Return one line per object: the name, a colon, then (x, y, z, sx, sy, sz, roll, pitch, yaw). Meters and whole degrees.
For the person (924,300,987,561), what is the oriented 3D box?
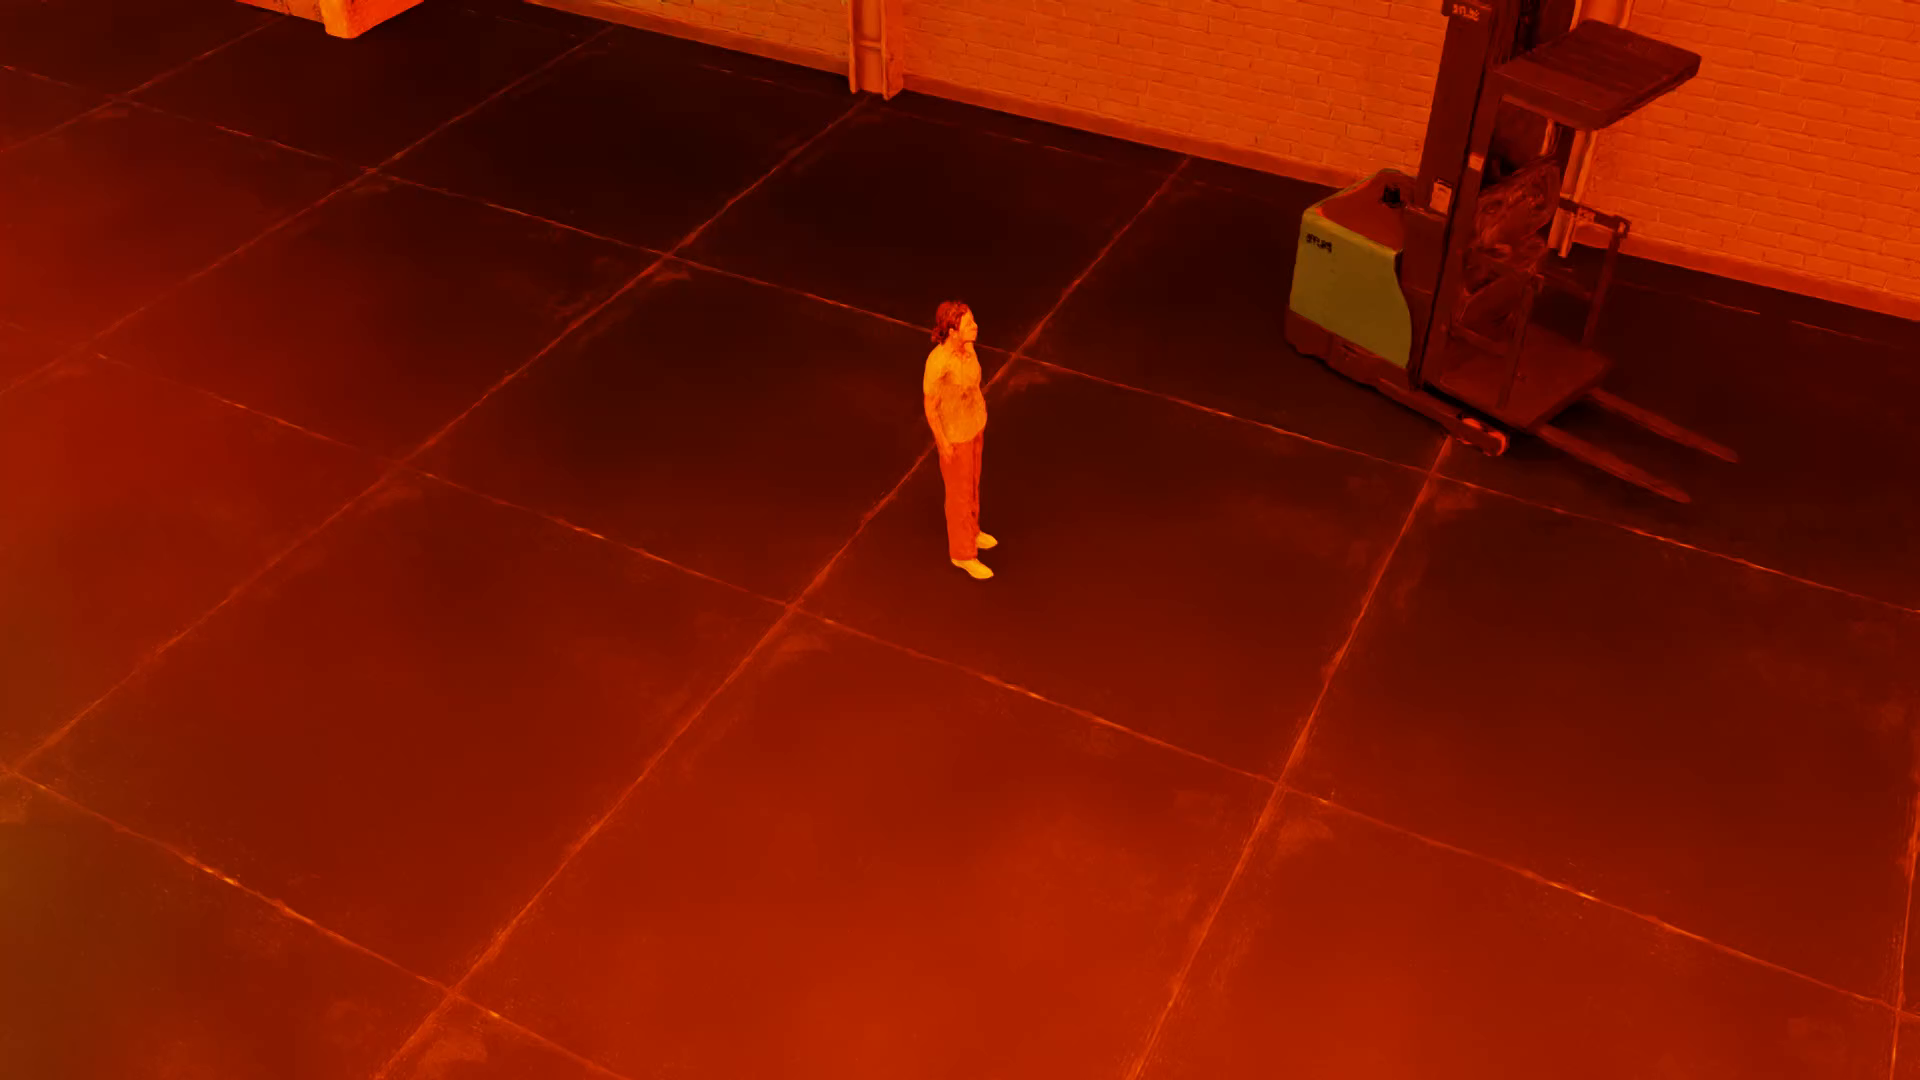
person: (0.011, -0.666, 9.690, 0.426, 1.609, 0.536, 18, 43, 21)

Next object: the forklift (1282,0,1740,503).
forklift: (3.670, -2.041, 10.409, 1.130, 2.935, 3.031, -31, 49, -31)
